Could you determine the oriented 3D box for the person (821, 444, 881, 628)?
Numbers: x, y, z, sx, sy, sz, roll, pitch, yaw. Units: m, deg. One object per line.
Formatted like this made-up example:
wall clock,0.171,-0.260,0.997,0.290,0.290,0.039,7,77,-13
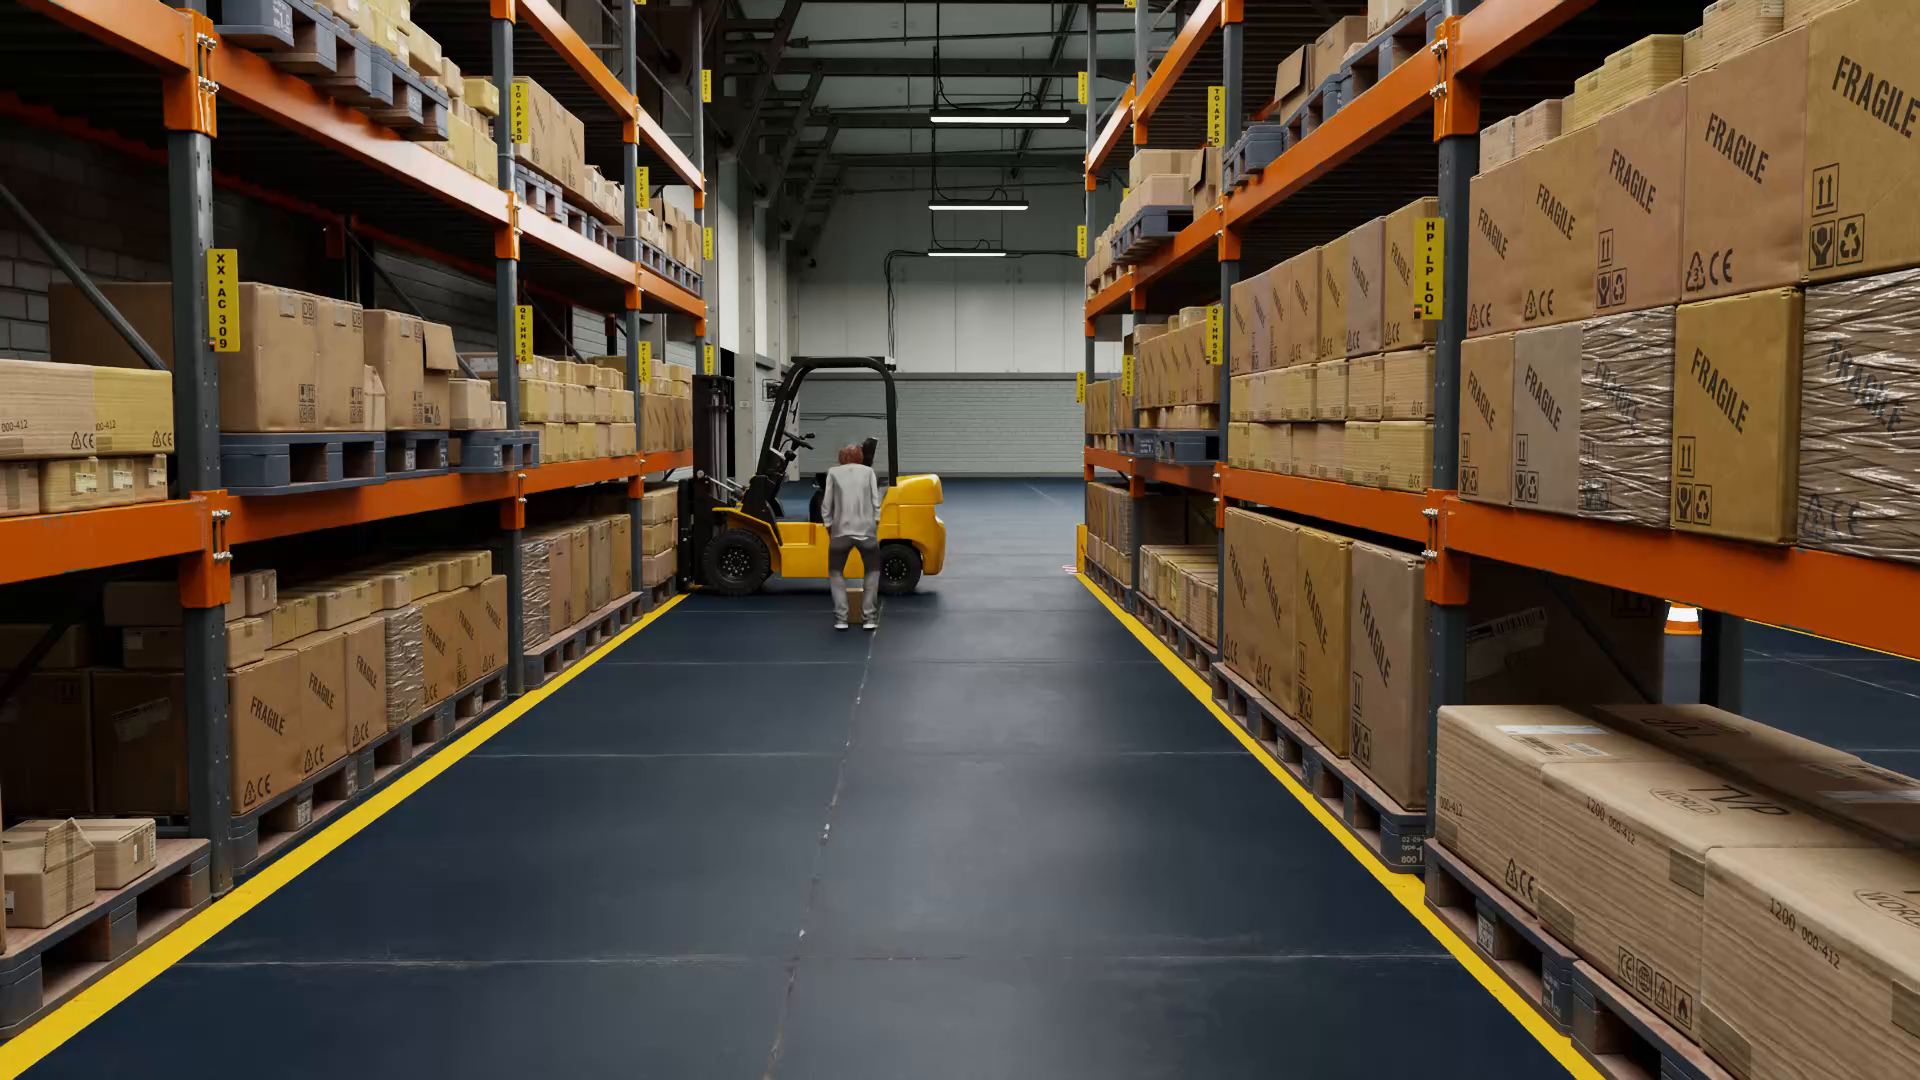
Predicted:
person,-0.826,-0.016,12.568,0.458,1.385,0.581,0,4,-1
